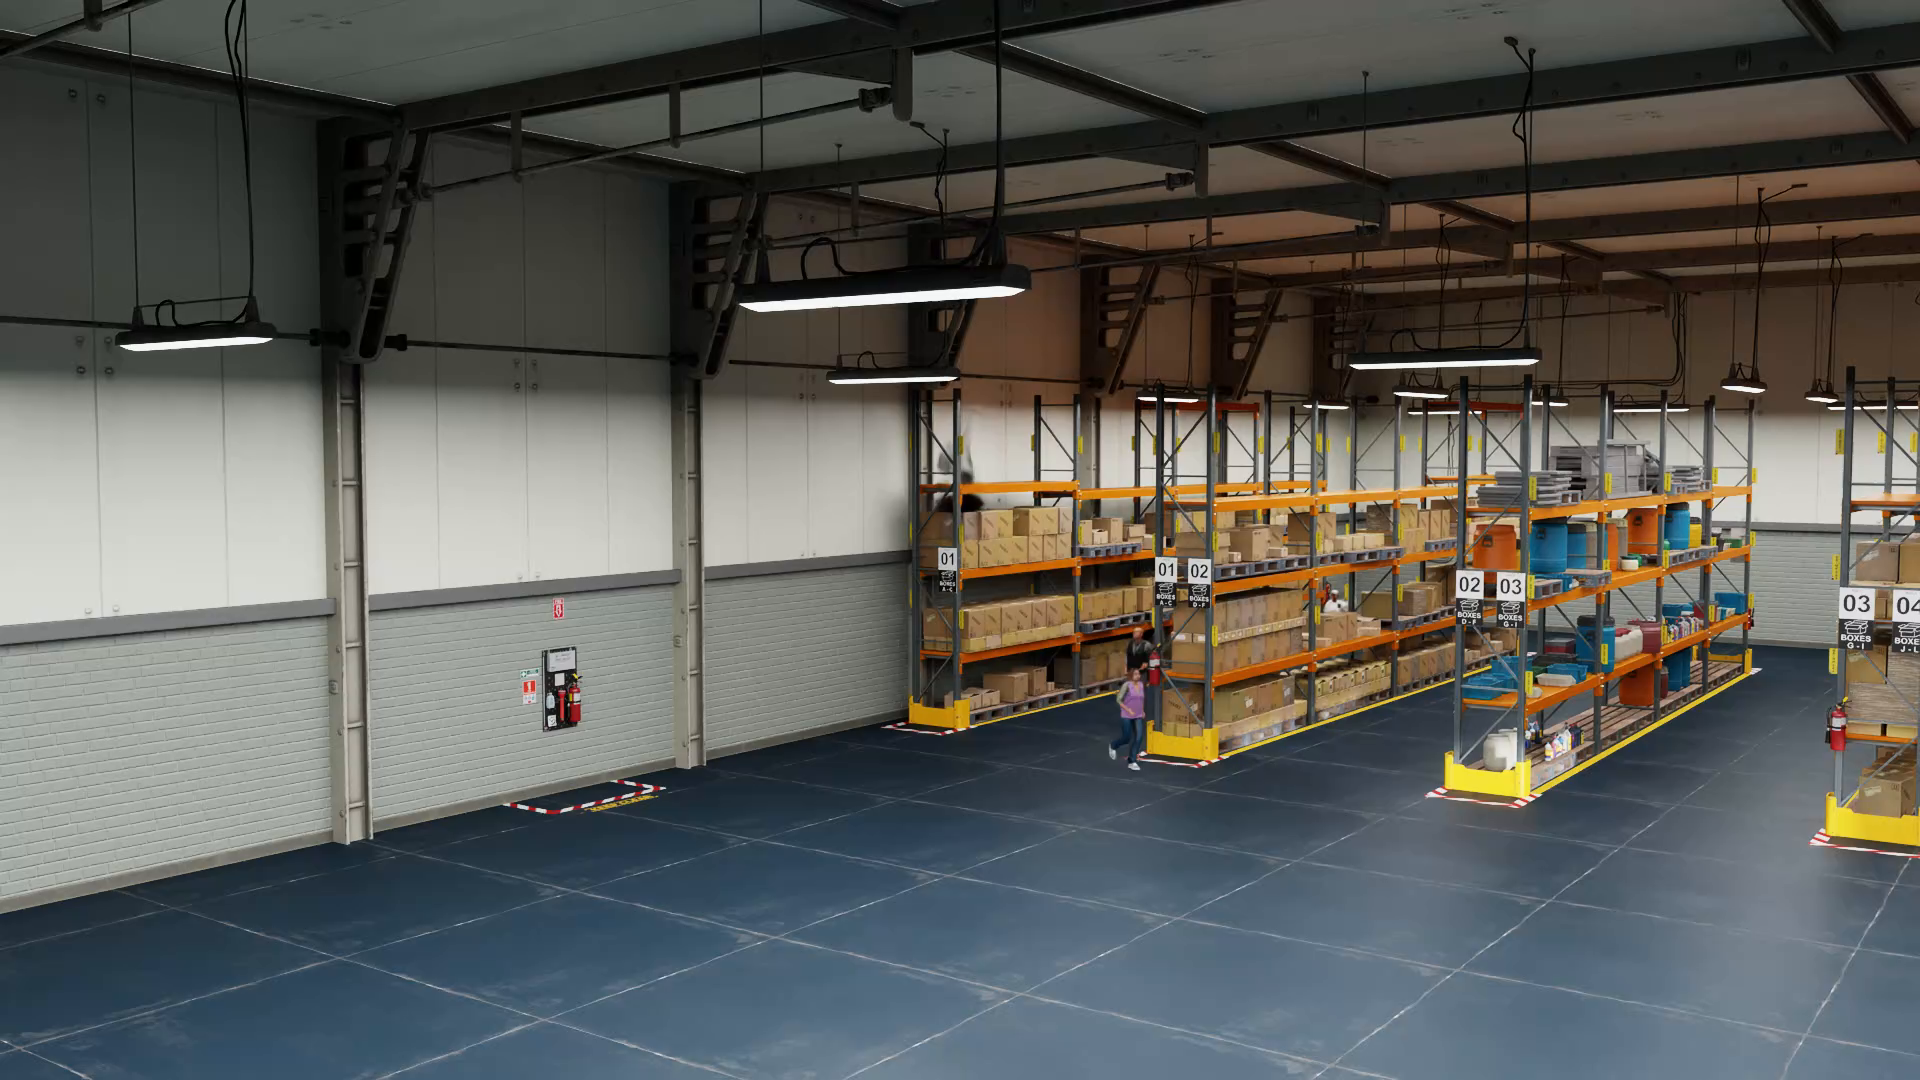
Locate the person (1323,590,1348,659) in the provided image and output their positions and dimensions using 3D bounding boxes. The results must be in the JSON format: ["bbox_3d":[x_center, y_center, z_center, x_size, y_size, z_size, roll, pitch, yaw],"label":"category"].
[{"bbox_3d":[8.747,1.981,38.823,0.600,1.628,0.538,2,4,26],"label":"person"}]

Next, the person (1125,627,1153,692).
[{"bbox_3d":[3.260,2.407,30.336,0.656,1.627,0.580,2,4,28],"label":"person"}]

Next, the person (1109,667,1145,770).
[{"bbox_3d":[2.646,2.753,25.823,0.543,1.551,0.742,-2,4,-27],"label":"person"}]
